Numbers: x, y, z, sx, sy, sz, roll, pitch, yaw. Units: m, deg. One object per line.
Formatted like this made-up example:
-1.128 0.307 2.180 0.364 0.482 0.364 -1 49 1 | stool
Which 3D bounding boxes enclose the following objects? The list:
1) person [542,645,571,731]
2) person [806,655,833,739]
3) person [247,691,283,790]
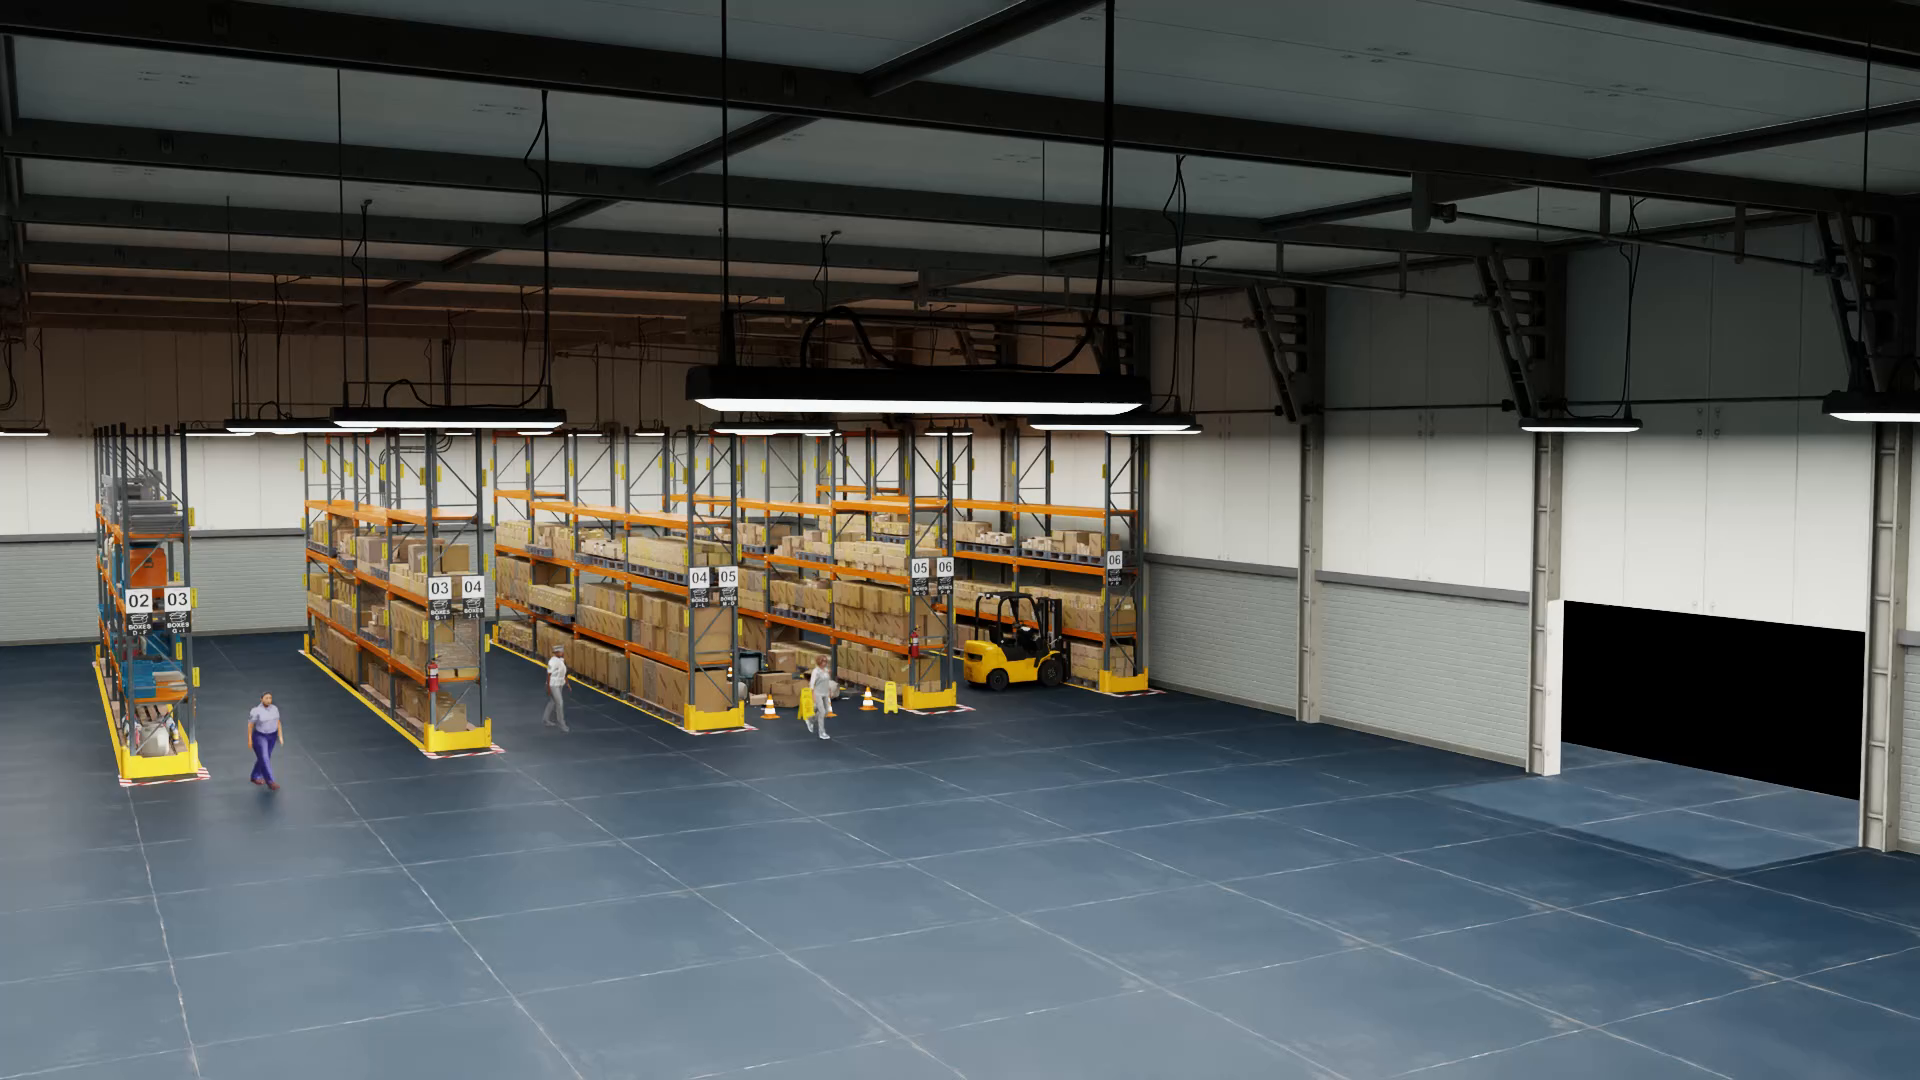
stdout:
-7.975 2.903 32.903 0.799 1.678 0.500 2 4 24 | person
-2.692 2.988 31.928 0.673 1.583 0.522 2 4 35 | person
-11.334 3.255 27.185 1.022 1.589 0.521 2 4 27 | person
